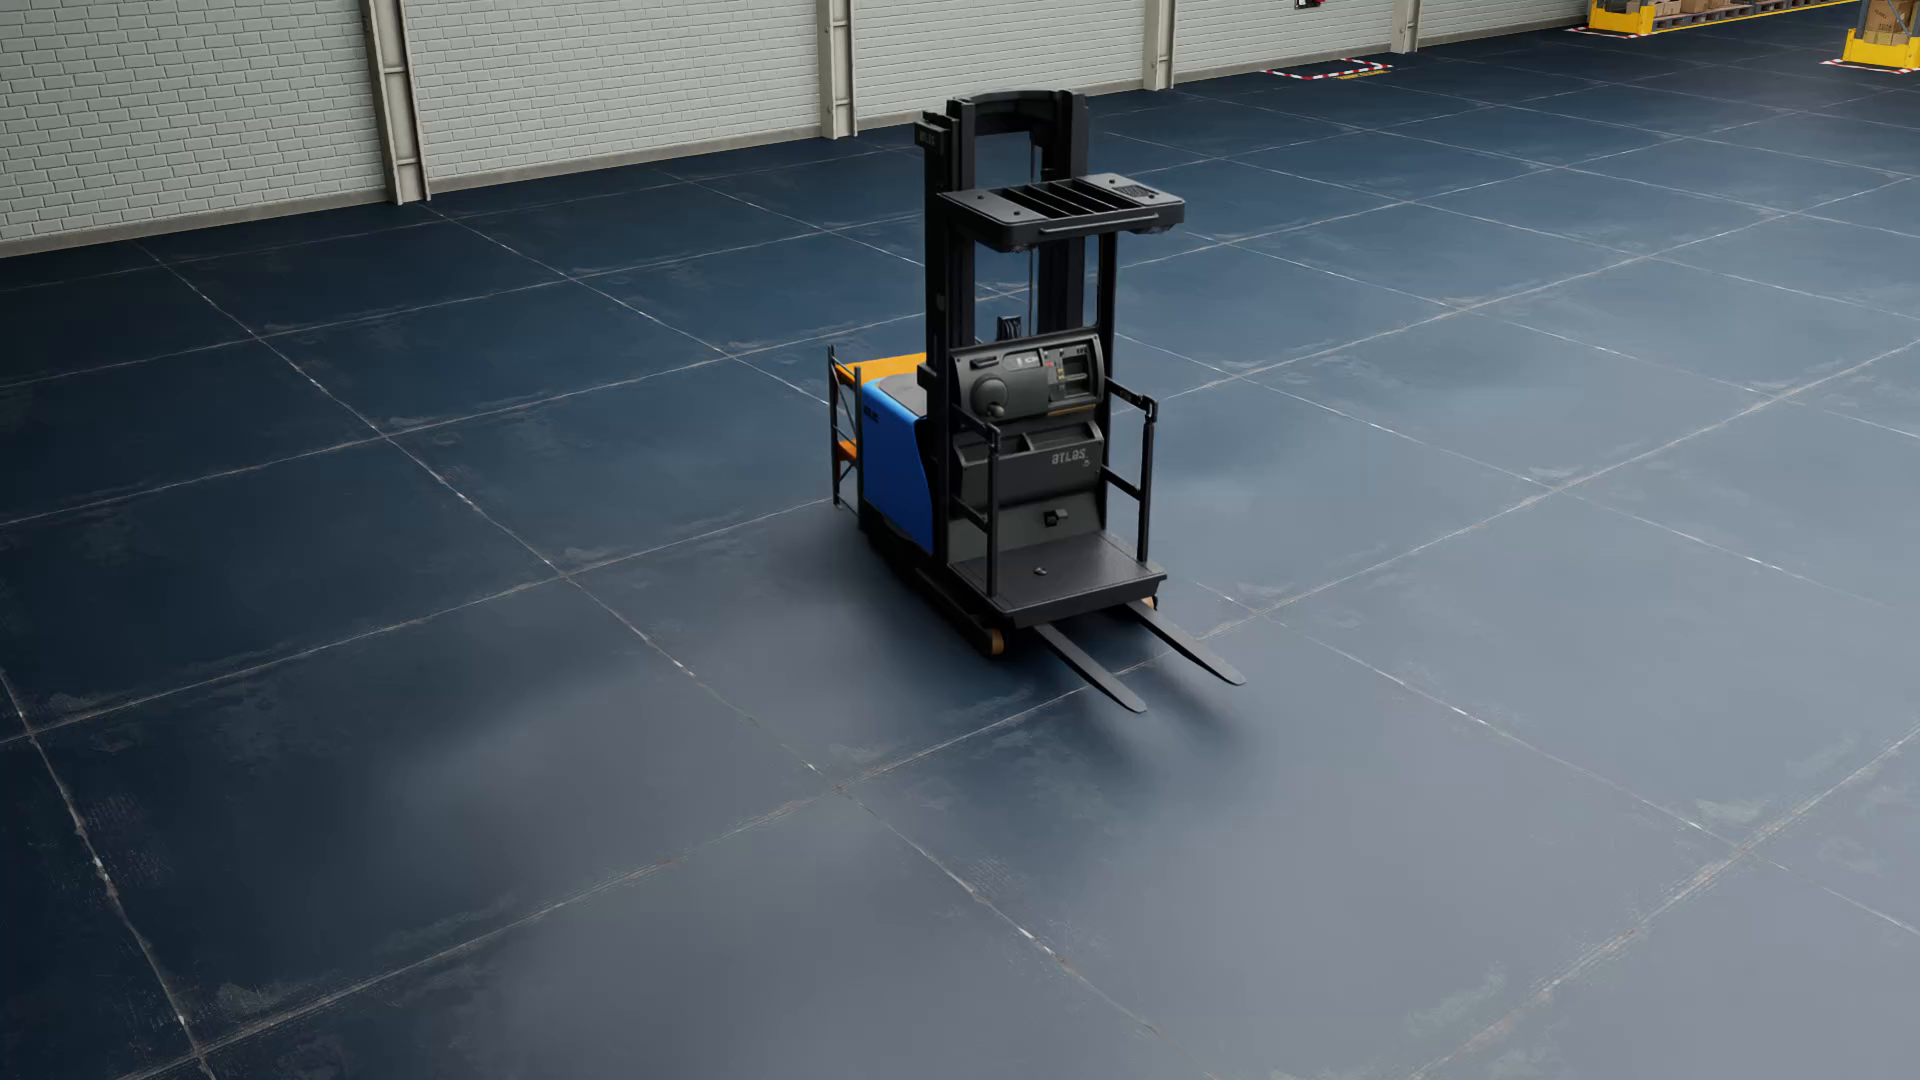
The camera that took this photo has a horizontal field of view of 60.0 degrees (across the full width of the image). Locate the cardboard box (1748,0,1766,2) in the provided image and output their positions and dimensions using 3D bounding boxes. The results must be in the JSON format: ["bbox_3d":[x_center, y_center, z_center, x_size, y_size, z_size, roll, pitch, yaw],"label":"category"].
[{"bbox_3d":[16.224,-11.359,34.110,0.500,0.500,0.700,-17,30,-32],"label":"cardboard box"}]

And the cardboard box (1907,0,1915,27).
[{"bbox_3d":[16.583,-9.204,28.895,0.500,0.500,0.500,-18,31,-34],"label":"cardboard box"}]

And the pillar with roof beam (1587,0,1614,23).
[{"bbox_3d":[15.181,-12.821,27.687,0.400,9.000,9.100,-18,31,-34],"label":"pillar with roof beam"}]

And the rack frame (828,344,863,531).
[{"bbox_3d":[-0.740,-0.666,10.848,0.032,1.125,0.500,-11,27,-23],"label":"rack frame"}]

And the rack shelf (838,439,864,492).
[{"bbox_3d":[-0.280,-0.536,11.149,1.000,0.278,0.538,-11,27,-23],"label":"rack shelf"}]

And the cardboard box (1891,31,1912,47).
[{"bbox_3d":[16.126,-8.427,28.111,0.500,0.250,0.500,-18,31,-34],"label":"cardboard box"}]

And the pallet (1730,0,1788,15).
[{"bbox_3d":[16.267,-11.035,34.276,1.213,0.211,1.003,-18,31,-34],"label":"pallet"}]

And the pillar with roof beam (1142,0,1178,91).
[{"bbox_3d":[5.738,-9.704,20.970,0.400,9.000,9.100,-18,31,-34],"label":"pillar with roof beam"}]

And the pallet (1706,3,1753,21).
[{"bbox_3d":[15.148,-10.646,33.438,1.213,0.211,1.003,-18,31,-34],"label":"pallet"}]

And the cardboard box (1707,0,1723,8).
[{"bbox_3d":[14.863,-10.880,33.076,0.500,0.500,0.500,-21,32,-38],"label":"cardboard box"}]

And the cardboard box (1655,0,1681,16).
[{"bbox_3d":[13.556,-10.336,32.129,0.500,0.311,0.500,-15,29,-30],"label":"cardboard box"}]

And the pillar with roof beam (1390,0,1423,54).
[{"bbox_3d":[10.459,-11.263,24.329,0.400,9.000,9.100,-18,31,-34],"label":"pillar with roof beam"}]

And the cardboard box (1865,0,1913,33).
[{"bbox_3d":[15.805,-8.939,28.325,0.500,0.500,0.500,-18,31,-34],"label":"cardboard box"}]

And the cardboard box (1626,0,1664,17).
[{"bbox_3d":[13.107,-10.188,31.810,0.500,0.311,0.500,-23,33,-40],"label":"cardboard box"}]

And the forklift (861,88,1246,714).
[{"bbox_3d":[0.495,-0.890,9.185,1.130,2.935,3.031,-12,28,-25],"label":"forklift"}]

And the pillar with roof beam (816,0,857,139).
[{"bbox_3d":[1.016,-8.146,17.612,0.400,9.000,9.100,-18,31,-34],"label":"pillar with roof beam"}]

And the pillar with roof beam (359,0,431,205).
[{"bbox_3d":[-3.705,-6.587,14.254,0.400,9.000,9.100,-18,31,-34],"label":"pillar with roof beam"}]

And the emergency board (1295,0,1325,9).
[{"bbox_3d":[5.835,-9.338,27.308,0.643,1.169,0.194,-18,31,-34],"label":"emergency board"}]

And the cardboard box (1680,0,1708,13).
[{"bbox_3d":[14.164,-10.596,32.464,0.500,0.500,0.700,-21,32,-37],"label":"cardboard box"}]

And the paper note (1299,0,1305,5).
[{"bbox_3d":[5.653,-8.916,27.444,0.142,0.148,0.016,-18,31,-34],"label":"paper note"}]

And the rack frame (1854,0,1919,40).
[{"bbox_3d":[15.567,-9.418,27.480,0.127,3.000,1.000,-18,31,-34],"label":"rack frame"}]

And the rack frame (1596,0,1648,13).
[{"bbox_3d":[12.507,-11.058,31.013,0.127,3.000,1.000,-18,31,-34],"label":"rack frame"}]

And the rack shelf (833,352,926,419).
[{"bbox_3d":[-0.281,-1.023,10.923,1.000,0.278,0.538,-11,27,-23],"label":"rack shelf"}]

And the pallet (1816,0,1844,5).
[{"bbox_3d":[18.187,-11.669,35.642,1.213,0.211,1.003,-18,31,-34],"label":"pallet"}]

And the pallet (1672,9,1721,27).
[{"bbox_3d":[14.187,-10.327,32.752,1.213,0.211,1.003,-18,31,-34],"label":"pallet"}]

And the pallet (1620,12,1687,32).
[{"bbox_3d":[13.228,-10.012,32.072,1.213,0.211,1.003,-18,31,-34],"label":"pallet"}]

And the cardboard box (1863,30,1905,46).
[{"bbox_3d":[15.807,-8.598,28.481,0.500,0.250,0.500,-18,31,-34],"label":"cardboard box"}]

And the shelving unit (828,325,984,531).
[{"bbox_3d":[-0.281,-0.758,11.046,1.048,1.125,0.538,-11,27,-23],"label":"shelving unit"}]

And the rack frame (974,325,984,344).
[{"bbox_3d":[0.179,-0.849,11.243,0.032,1.125,0.500,-11,27,-23],"label":"rack frame"}]

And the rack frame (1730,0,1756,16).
[{"bbox_3d":[15.655,-12.097,33.252,0.127,3.000,1.000,-18,31,-34],"label":"rack frame"}]

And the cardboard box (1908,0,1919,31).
[{"bbox_3d":[16.518,-8.897,28.235,0.500,0.500,0.500,-18,31,-34],"label":"cardboard box"}]

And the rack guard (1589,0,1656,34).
[{"bbox_3d":[12.567,-9.944,31.582,0.348,0.500,1.175,-18,31,-34],"label":"rack guard"}]

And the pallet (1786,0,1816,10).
[{"bbox_3d":[17.227,-11.354,34.963,1.213,0.211,1.003,-18,31,-34],"label":"pallet"}]

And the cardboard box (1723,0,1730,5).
[{"bbox_3d":[15.252,-10.862,33.435,0.380,0.166,0.250,22,33,39],"label":"cardboard box"}]

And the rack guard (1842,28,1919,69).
[{"bbox_3d":[15.548,-8.278,27.992,0.348,0.500,1.175,-18,31,-34],"label":"rack guard"}]
